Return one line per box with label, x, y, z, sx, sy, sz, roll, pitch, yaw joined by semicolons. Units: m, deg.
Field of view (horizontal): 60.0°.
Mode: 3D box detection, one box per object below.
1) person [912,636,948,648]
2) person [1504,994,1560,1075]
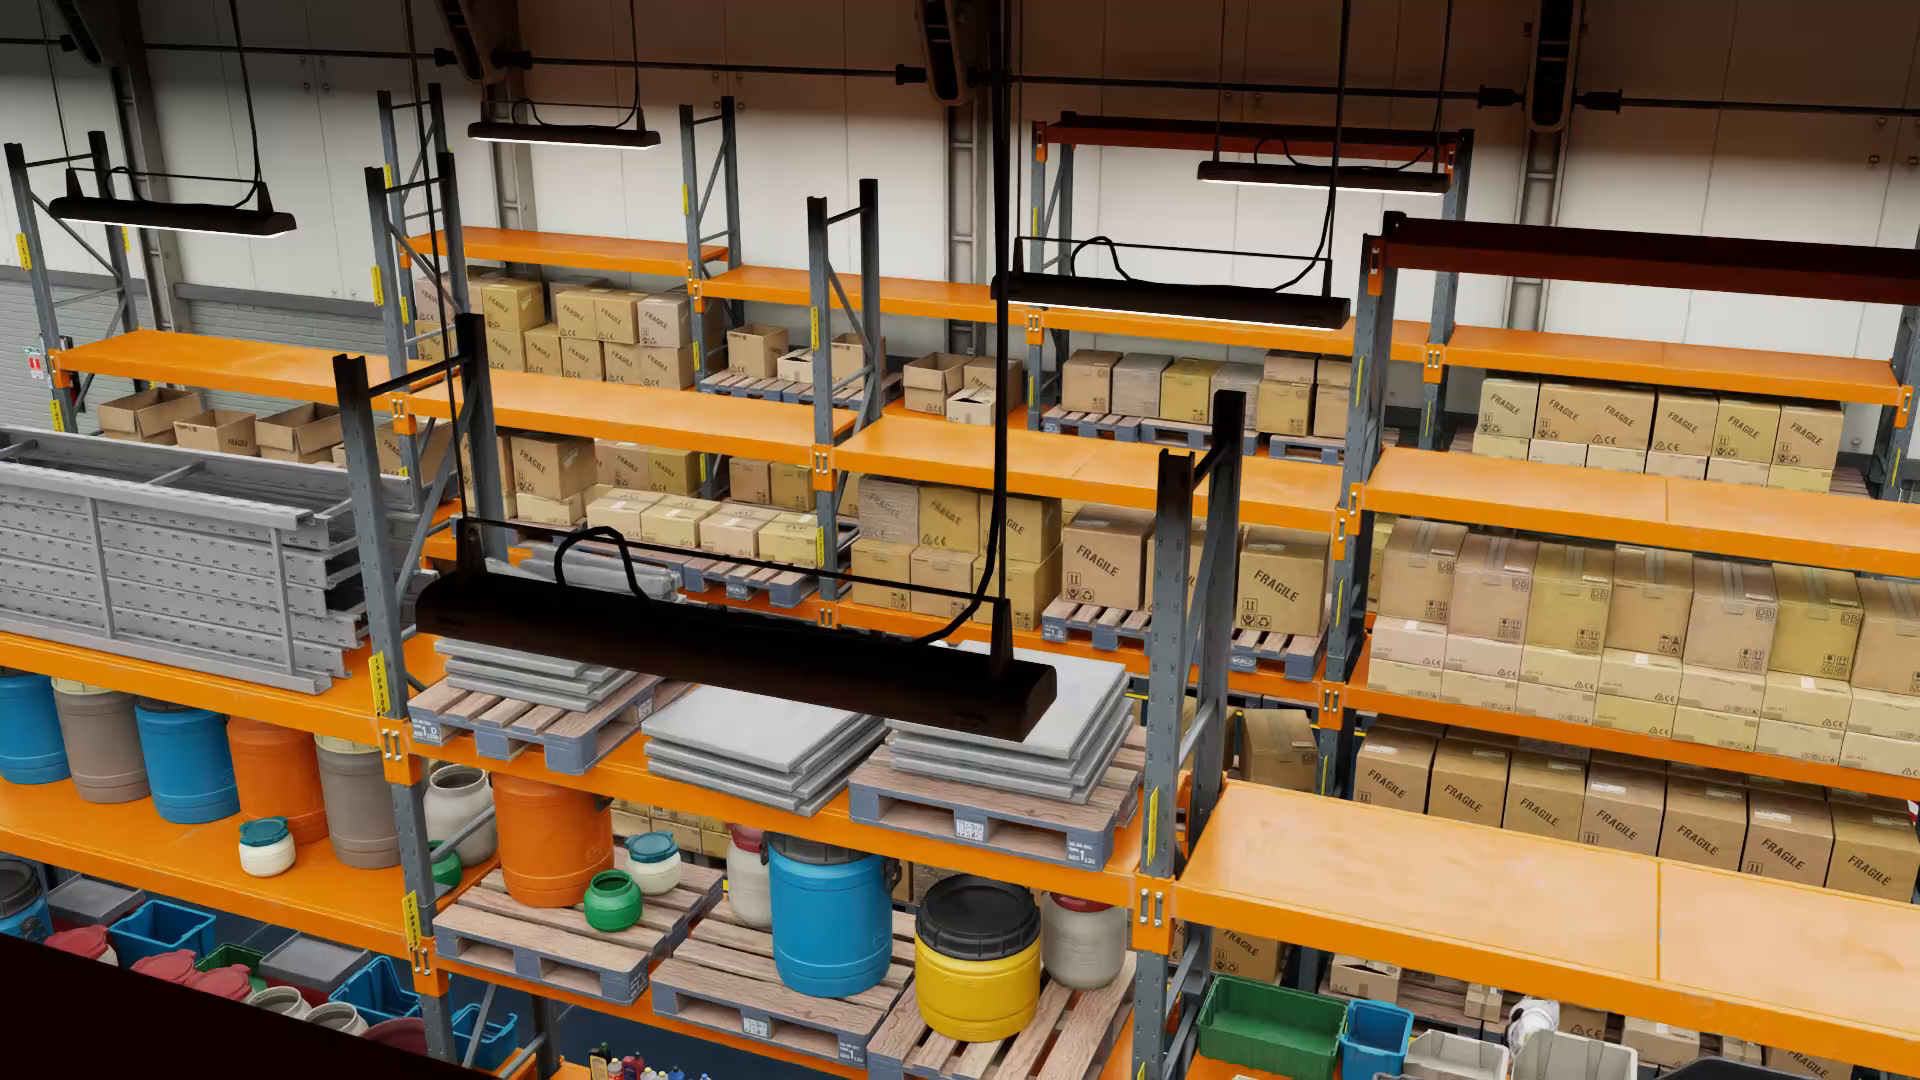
person;-0.171;1.582;15.797;0.740;1.765;0.673;4;21;9
person;3.727;3.467;10.939;1.033;1.631;0.471;7;22;18
